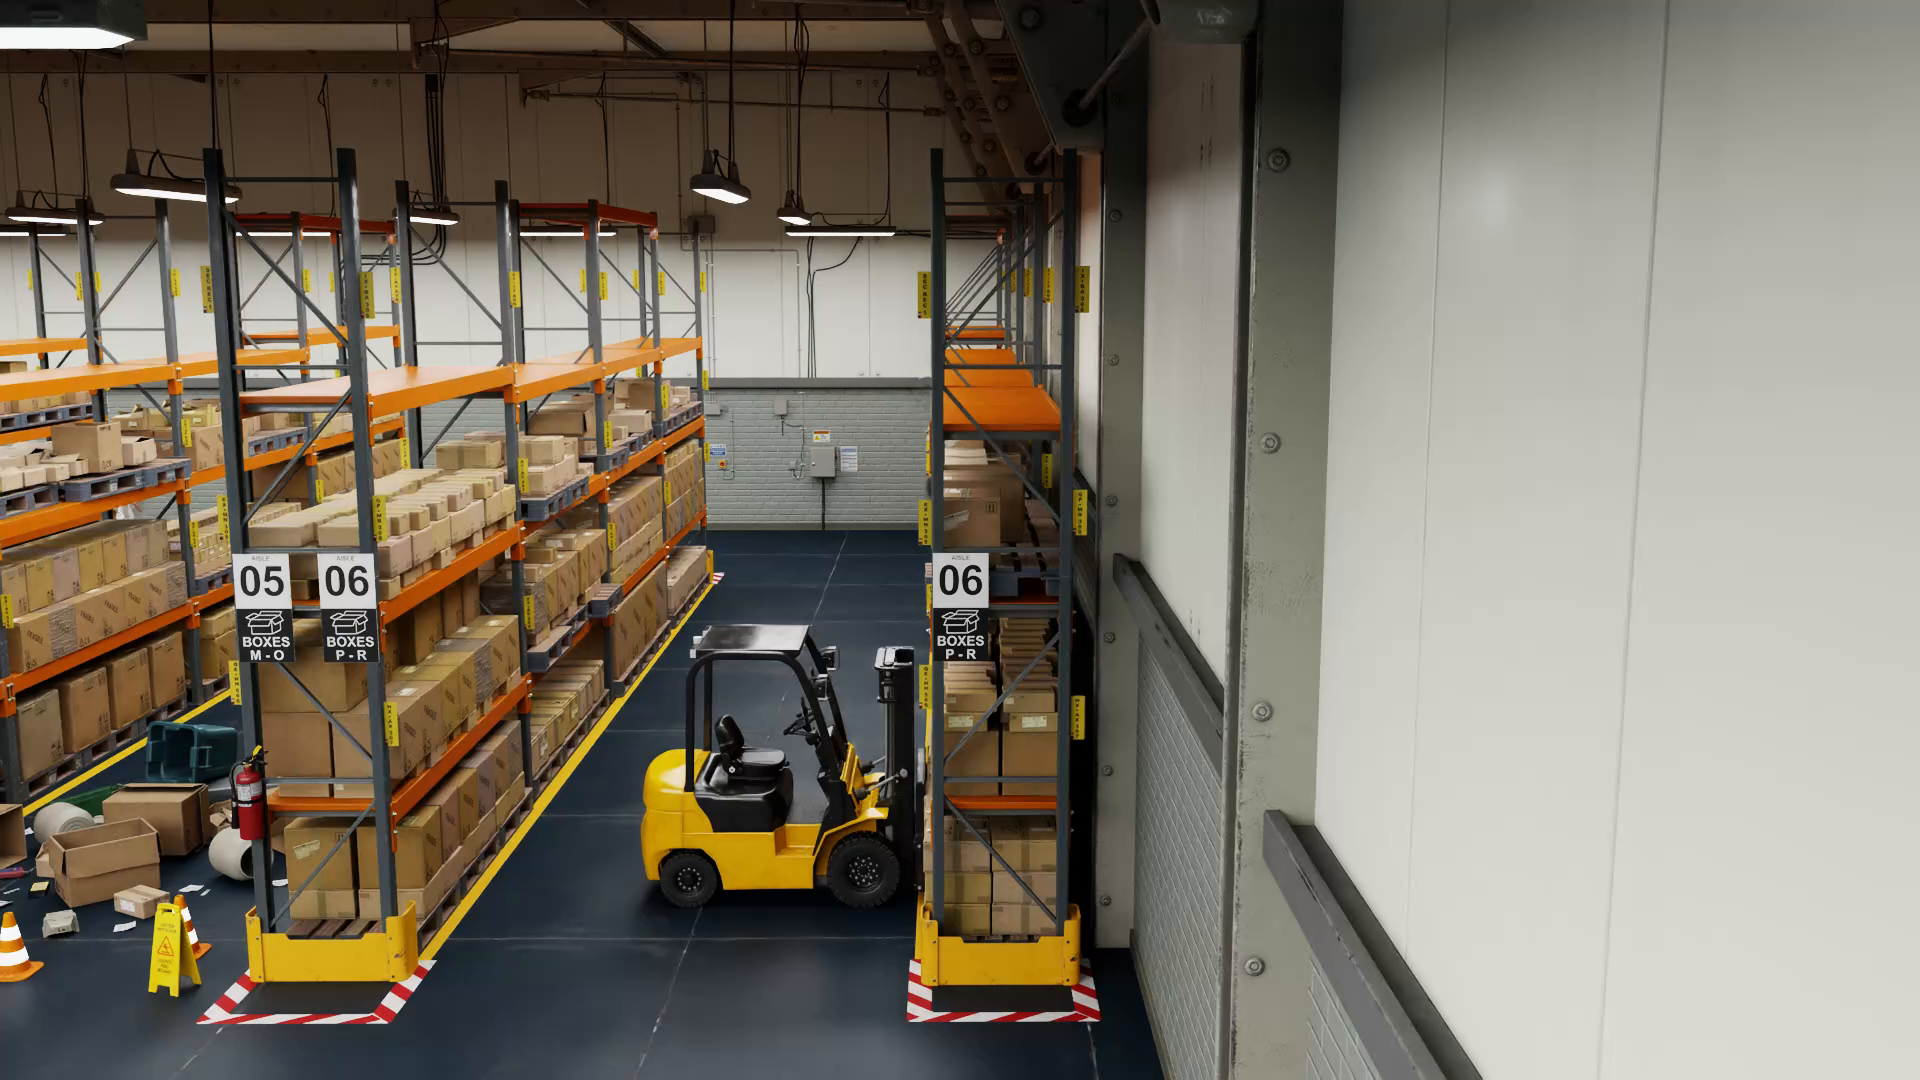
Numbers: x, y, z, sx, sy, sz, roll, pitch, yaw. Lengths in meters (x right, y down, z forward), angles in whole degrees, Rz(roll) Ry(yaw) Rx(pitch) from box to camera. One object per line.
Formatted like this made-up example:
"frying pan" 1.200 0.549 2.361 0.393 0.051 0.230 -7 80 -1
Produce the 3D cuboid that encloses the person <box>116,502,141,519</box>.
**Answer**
"person" -15.211 -0.478 30.034 0.704 1.744 0.712 4 10 25
